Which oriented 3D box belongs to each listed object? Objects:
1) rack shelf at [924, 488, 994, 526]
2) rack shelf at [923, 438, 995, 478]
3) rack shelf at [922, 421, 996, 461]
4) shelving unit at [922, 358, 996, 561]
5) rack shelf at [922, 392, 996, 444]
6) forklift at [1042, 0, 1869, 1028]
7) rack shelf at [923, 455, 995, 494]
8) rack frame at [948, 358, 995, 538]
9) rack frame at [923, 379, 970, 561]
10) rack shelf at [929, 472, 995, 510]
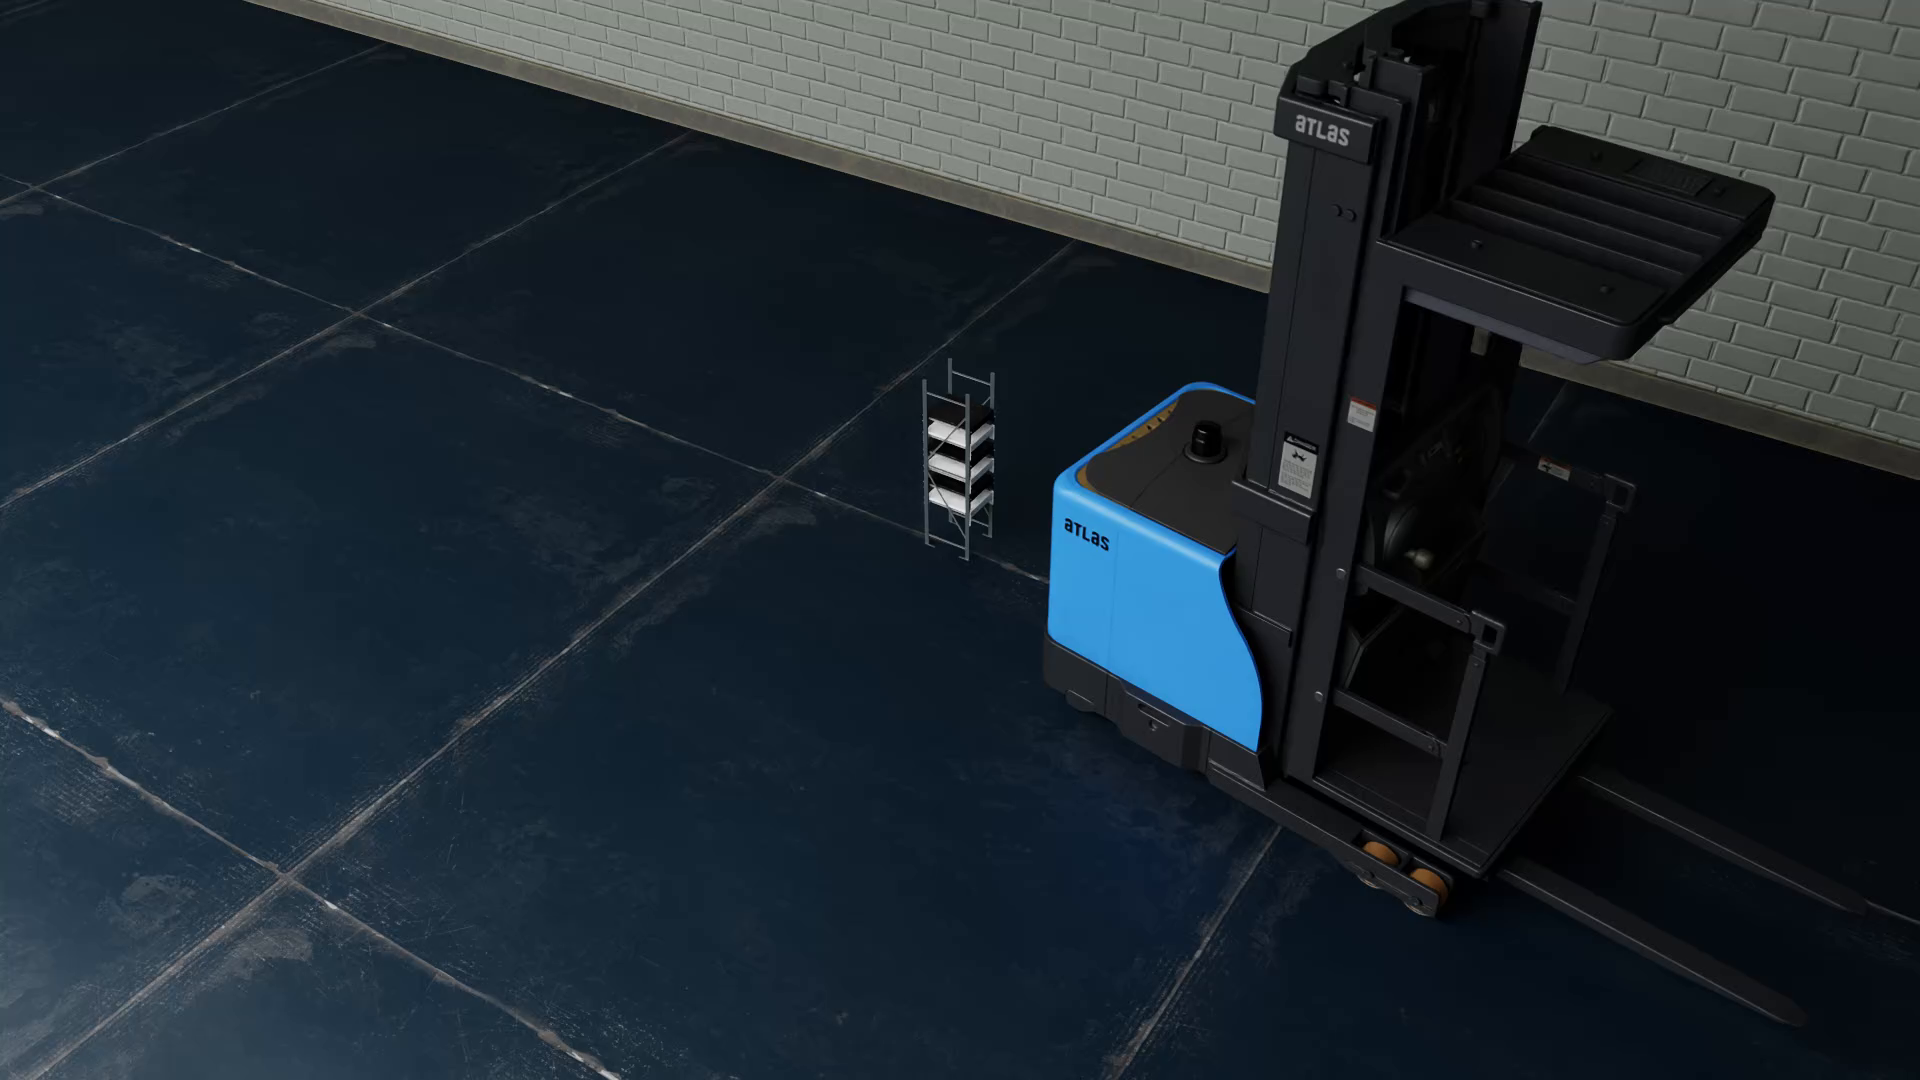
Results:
[{"bbox_3d":[-0.004,-0.183,7.600,0.258,0.077,0.200,21,42,25],"label":"rack shelf"},{"bbox_3d":[-0.004,-0.397,7.435,0.258,0.077,0.200,21,42,25],"label":"rack shelf"},{"bbox_3d":[-0.004,-0.468,7.380,0.258,0.077,0.200,21,42,25],"label":"rack shelf"},{"bbox_3d":[-0.004,-0.352,7.470,0.258,0.900,0.210,21,42,25],"label":"shelving unit"},{"bbox_3d":[-0.004,-0.540,7.325,0.258,0.077,0.200,21,42,25],"label":"rack shelf"},{"bbox_3d":[1.784,-0.176,5.577,3.031,2.935,1.130,28,46,31],"label":"forklift"},{"bbox_3d":[-0.004,-0.326,7.490,0.258,0.077,0.200,21,42,25],"label":"rack shelf"},{"bbox_3d":[0.050,-0.405,7.538,0.240,0.900,0.006,21,42,25],"label":"rack frame"},{"bbox_3d":[-0.059,-0.300,7.402,0.240,0.900,0.006,21,42,25],"label":"rack frame"},{"bbox_3d":[-0.004,-0.255,7.545,0.258,0.077,0.200,21,42,25],"label":"rack shelf"}]
